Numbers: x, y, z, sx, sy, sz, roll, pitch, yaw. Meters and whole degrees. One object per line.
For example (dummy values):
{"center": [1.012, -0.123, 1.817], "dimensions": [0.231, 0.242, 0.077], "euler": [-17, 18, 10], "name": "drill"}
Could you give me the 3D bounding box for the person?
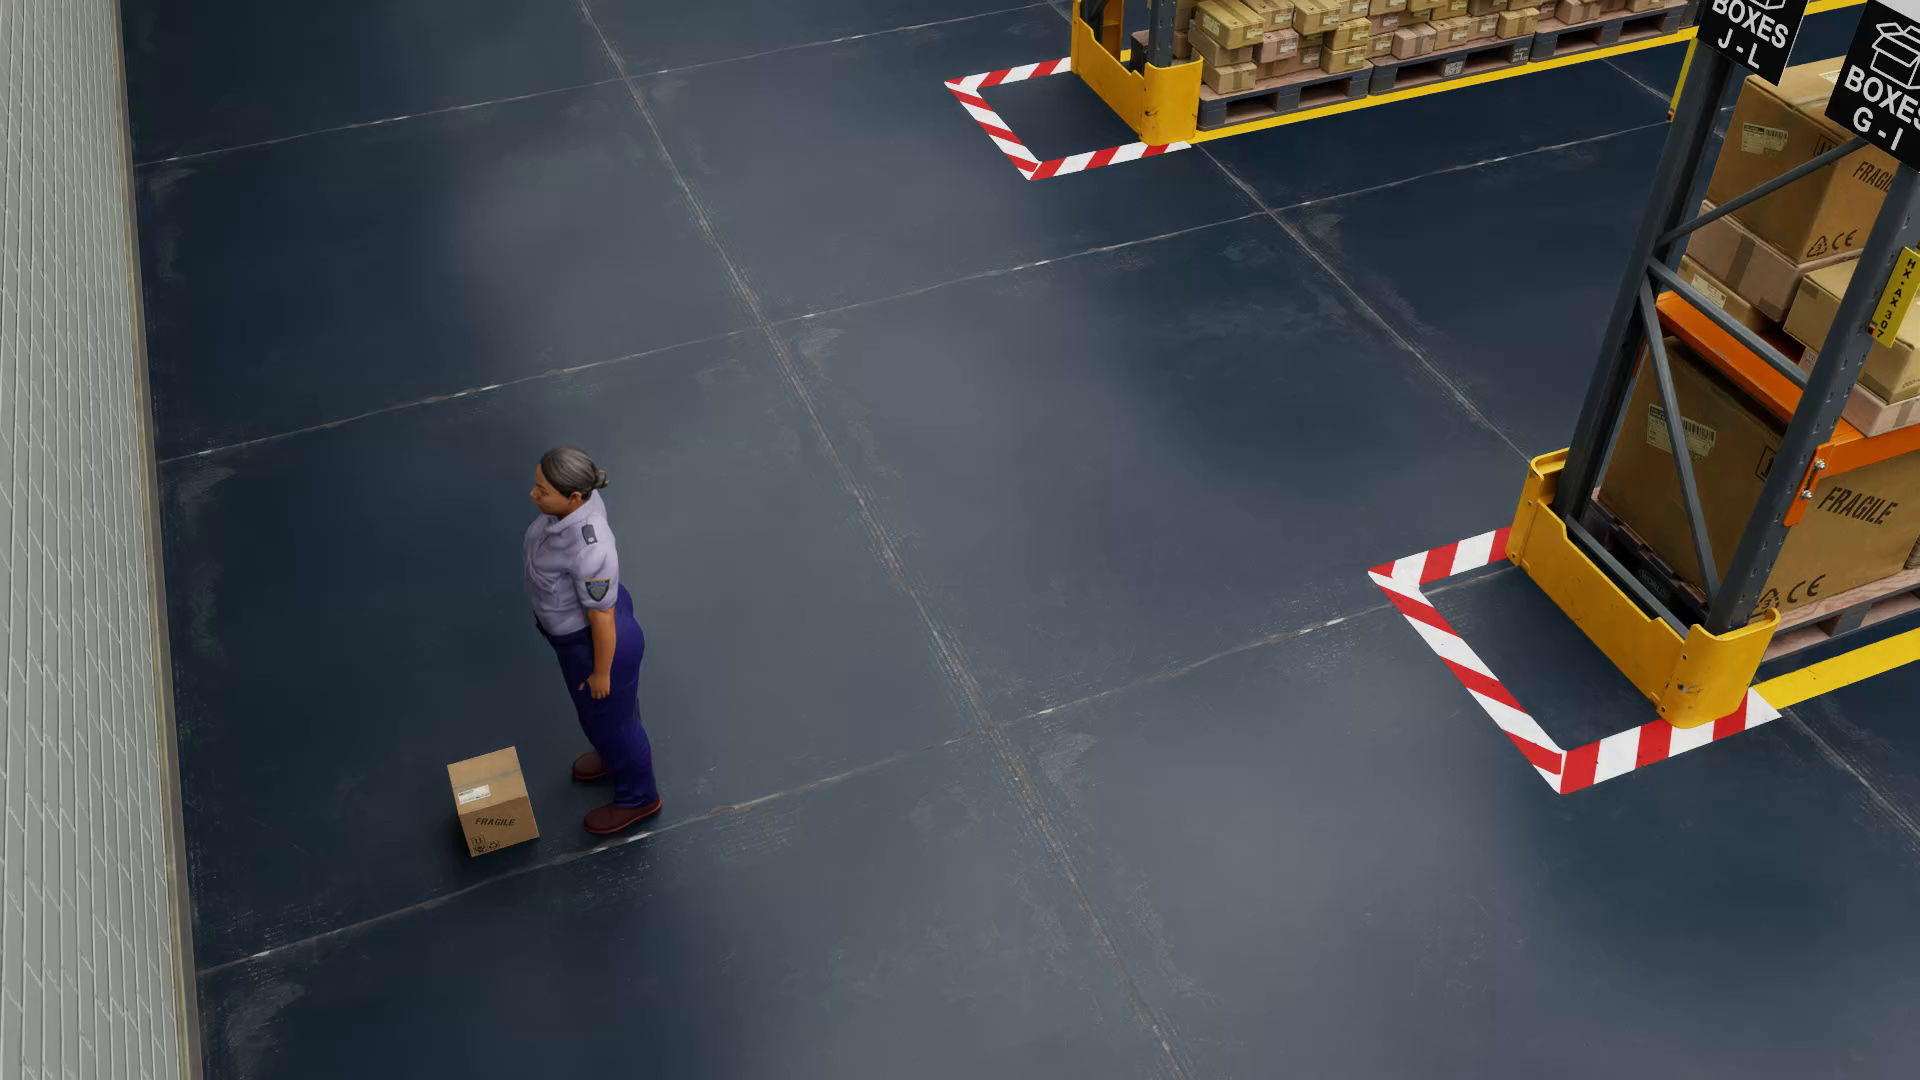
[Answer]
{"center": [-1.291, 0.337, 5.798], "dimensions": [0.349, 1.653, 0.471], "euler": [-14, 44, -15], "name": "person"}
